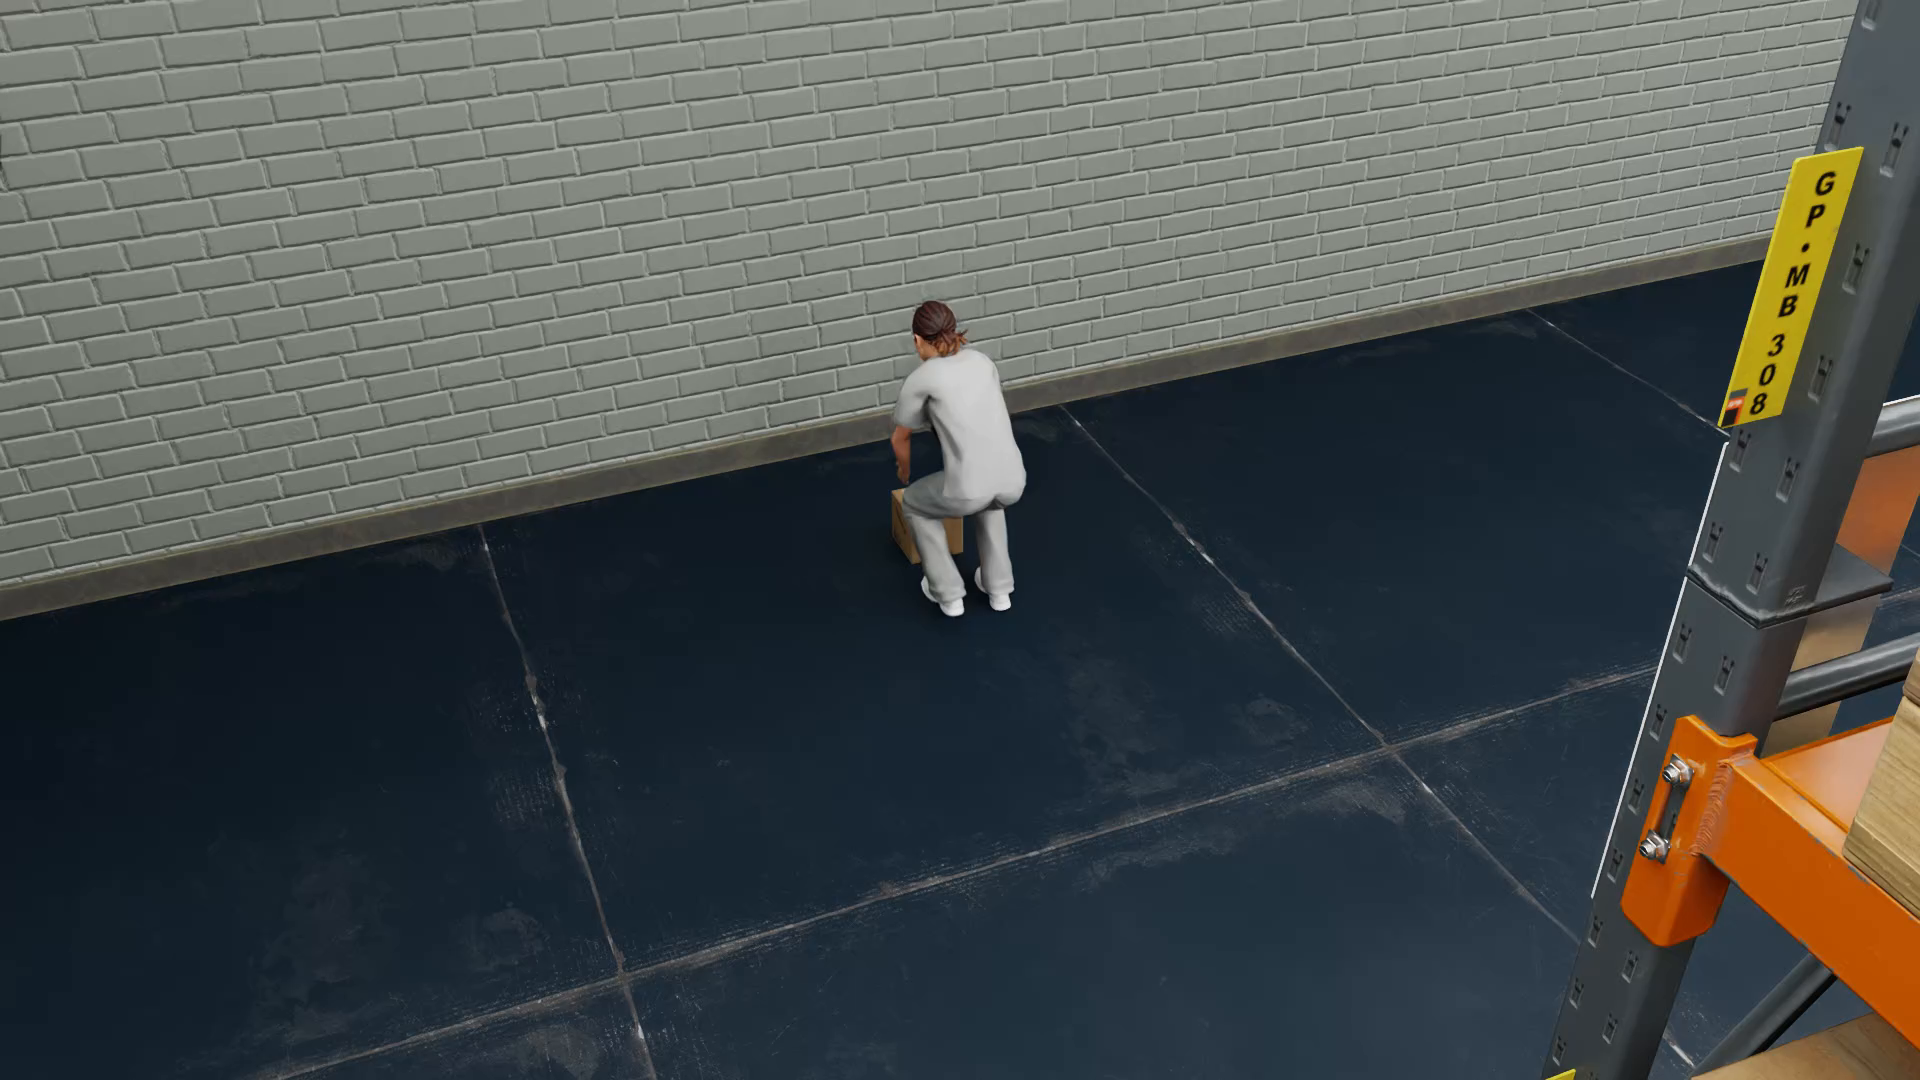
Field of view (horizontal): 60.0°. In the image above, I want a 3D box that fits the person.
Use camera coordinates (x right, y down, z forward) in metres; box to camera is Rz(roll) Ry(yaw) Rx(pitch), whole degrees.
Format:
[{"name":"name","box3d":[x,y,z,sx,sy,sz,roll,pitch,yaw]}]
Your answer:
[{"name":"person","box3d":[-0.018,-0.290,6.950,0.491,1.270,0.683,-13,36,-19]}]
